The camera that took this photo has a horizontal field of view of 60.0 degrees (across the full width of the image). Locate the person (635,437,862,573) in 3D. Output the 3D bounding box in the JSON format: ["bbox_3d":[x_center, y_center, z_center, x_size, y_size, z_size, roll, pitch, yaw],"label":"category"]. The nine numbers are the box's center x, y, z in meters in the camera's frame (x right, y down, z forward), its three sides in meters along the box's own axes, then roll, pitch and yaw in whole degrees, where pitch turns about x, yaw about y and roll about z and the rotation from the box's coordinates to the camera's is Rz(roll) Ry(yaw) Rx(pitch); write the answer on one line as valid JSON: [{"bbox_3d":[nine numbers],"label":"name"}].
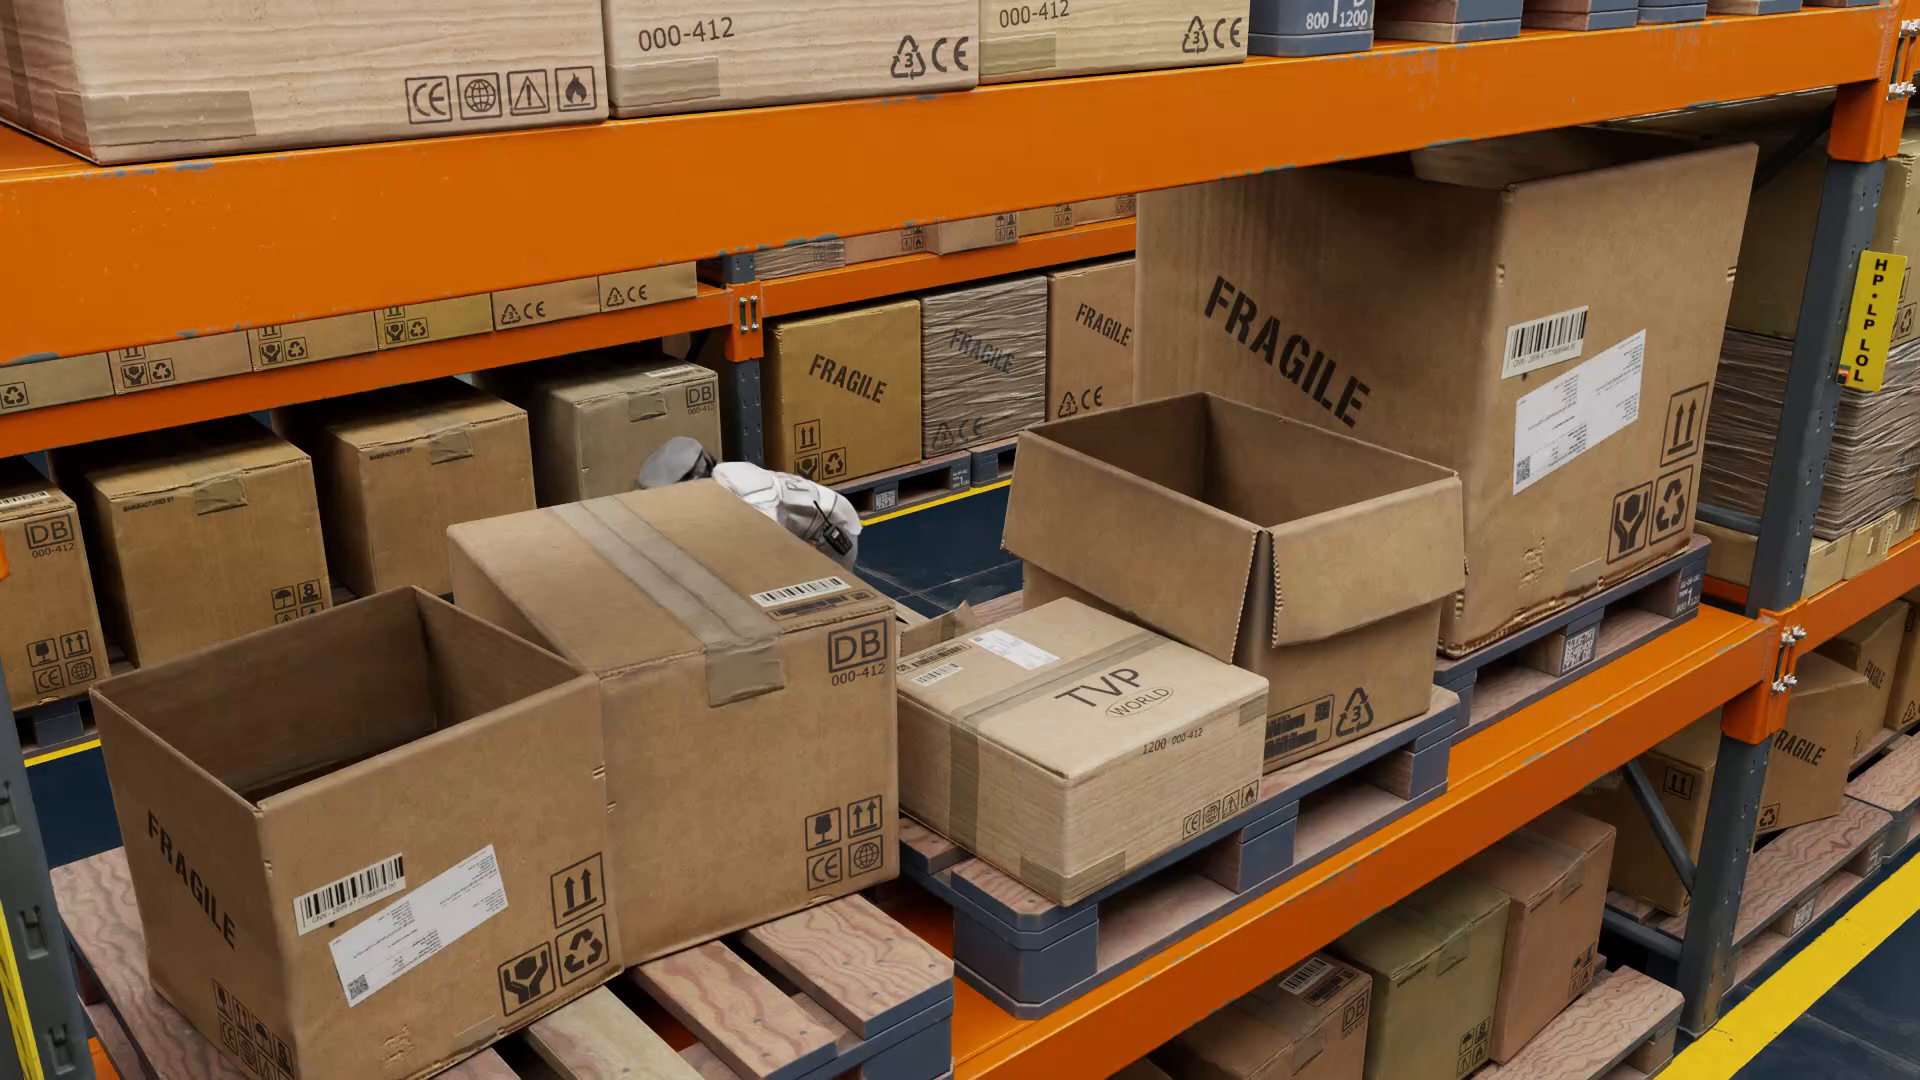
[{"bbox_3d":[-0.743,0.219,5.998,0.866,1.322,0.422,-18,28,-39],"label":"person"}]
